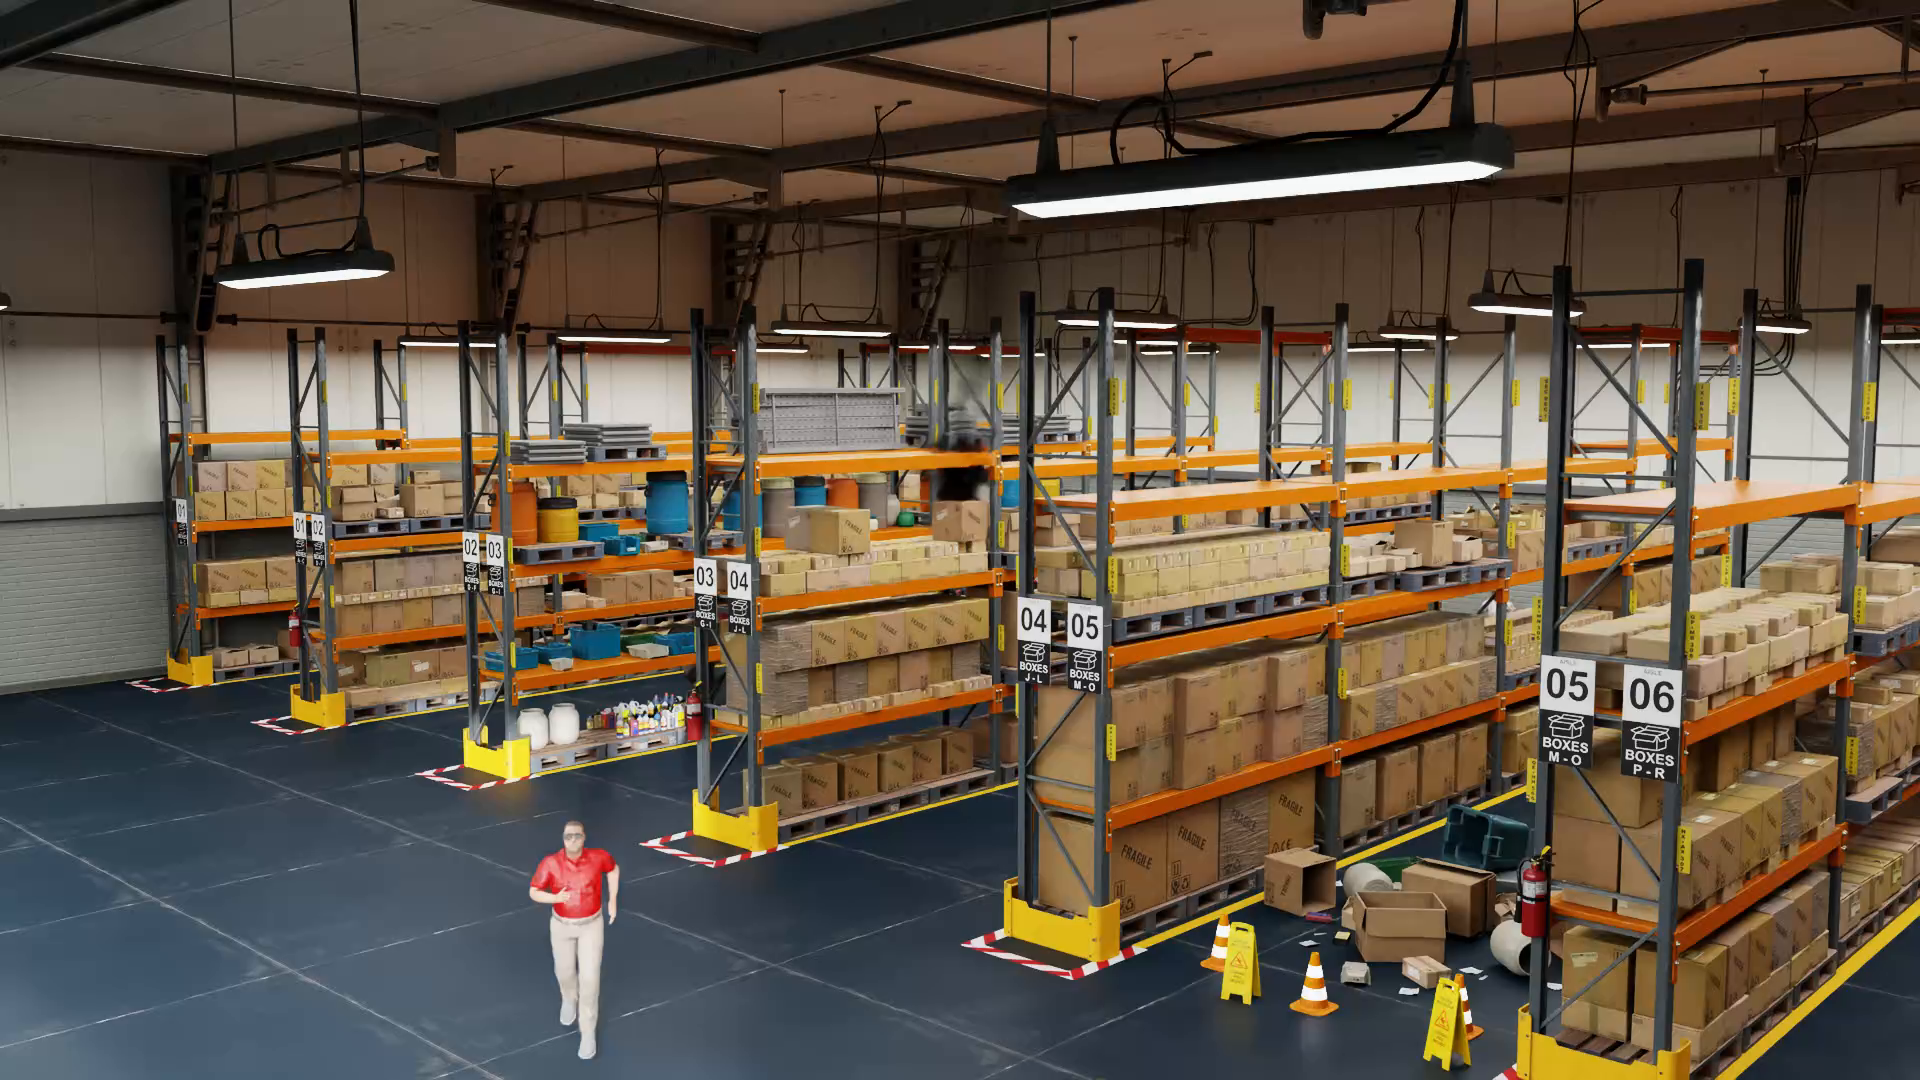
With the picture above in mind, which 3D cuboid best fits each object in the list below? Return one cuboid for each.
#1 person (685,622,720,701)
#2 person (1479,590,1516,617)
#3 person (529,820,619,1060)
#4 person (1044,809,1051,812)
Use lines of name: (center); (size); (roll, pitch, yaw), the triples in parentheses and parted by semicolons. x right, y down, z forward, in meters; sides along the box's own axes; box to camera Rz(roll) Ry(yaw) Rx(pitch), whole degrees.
person: (-4.118, 1.826, 26.592); (0.542, 1.691, 0.703); (-5, 7, -42)
person: (9.502, 1.614, 29.359); (0.658, 1.679, 0.651); (1, 5, 9)
person: (-3.023, 3.064, 13.076); (0.681, 1.763, 0.909); (-1, 5, -11)
person: (1.040, 2.720, 17.776); (0.532, 1.550, 0.559); (4, 7, 38)
